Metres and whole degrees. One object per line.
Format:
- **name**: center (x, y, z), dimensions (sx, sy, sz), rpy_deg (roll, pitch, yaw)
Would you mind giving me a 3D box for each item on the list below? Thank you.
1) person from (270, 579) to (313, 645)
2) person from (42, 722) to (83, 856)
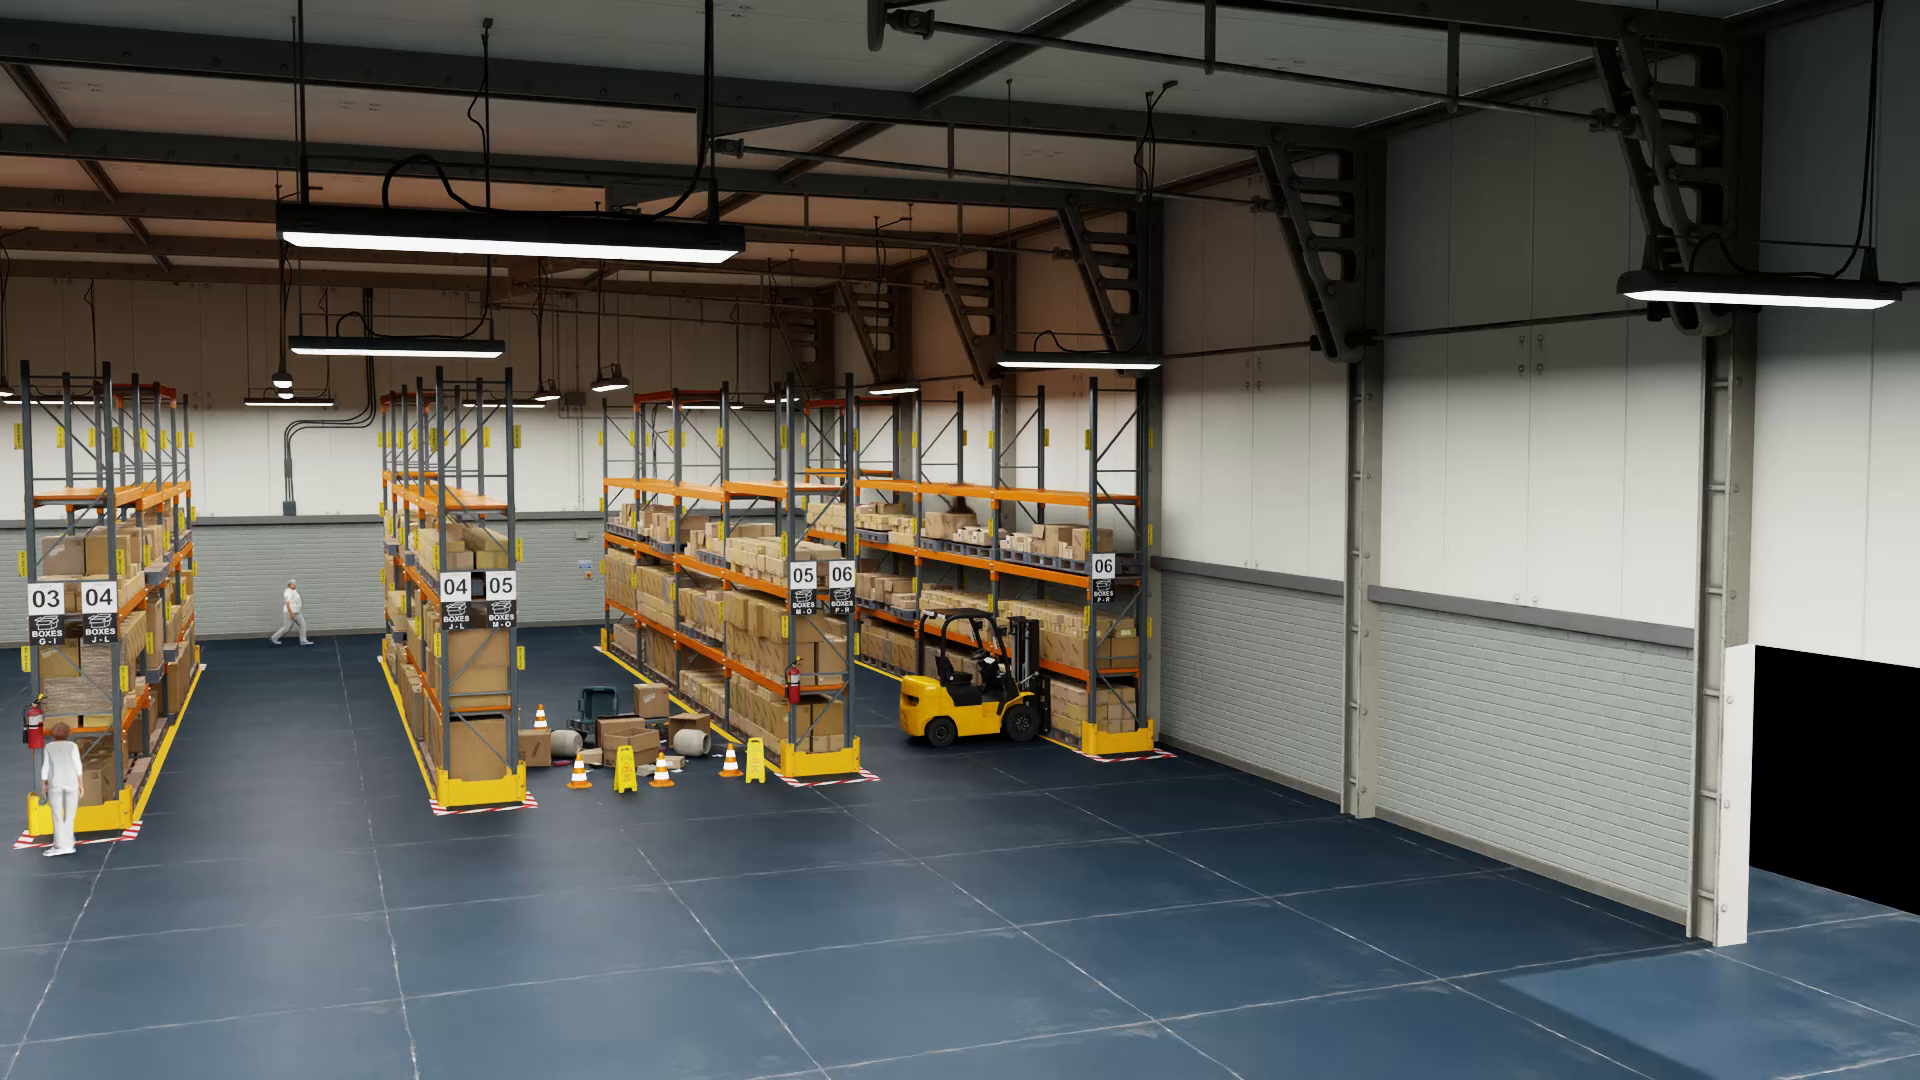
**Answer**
- **person**: center (-16.222, 1.756, 40.327), dimensions (0.949, 1.619, 0.511), rpy_deg (0, 3, -2)
- **person**: center (-10.824, 2.998, 20.048), dimensions (0.463, 1.616, 0.347), rpy_deg (-1, 4, -17)
